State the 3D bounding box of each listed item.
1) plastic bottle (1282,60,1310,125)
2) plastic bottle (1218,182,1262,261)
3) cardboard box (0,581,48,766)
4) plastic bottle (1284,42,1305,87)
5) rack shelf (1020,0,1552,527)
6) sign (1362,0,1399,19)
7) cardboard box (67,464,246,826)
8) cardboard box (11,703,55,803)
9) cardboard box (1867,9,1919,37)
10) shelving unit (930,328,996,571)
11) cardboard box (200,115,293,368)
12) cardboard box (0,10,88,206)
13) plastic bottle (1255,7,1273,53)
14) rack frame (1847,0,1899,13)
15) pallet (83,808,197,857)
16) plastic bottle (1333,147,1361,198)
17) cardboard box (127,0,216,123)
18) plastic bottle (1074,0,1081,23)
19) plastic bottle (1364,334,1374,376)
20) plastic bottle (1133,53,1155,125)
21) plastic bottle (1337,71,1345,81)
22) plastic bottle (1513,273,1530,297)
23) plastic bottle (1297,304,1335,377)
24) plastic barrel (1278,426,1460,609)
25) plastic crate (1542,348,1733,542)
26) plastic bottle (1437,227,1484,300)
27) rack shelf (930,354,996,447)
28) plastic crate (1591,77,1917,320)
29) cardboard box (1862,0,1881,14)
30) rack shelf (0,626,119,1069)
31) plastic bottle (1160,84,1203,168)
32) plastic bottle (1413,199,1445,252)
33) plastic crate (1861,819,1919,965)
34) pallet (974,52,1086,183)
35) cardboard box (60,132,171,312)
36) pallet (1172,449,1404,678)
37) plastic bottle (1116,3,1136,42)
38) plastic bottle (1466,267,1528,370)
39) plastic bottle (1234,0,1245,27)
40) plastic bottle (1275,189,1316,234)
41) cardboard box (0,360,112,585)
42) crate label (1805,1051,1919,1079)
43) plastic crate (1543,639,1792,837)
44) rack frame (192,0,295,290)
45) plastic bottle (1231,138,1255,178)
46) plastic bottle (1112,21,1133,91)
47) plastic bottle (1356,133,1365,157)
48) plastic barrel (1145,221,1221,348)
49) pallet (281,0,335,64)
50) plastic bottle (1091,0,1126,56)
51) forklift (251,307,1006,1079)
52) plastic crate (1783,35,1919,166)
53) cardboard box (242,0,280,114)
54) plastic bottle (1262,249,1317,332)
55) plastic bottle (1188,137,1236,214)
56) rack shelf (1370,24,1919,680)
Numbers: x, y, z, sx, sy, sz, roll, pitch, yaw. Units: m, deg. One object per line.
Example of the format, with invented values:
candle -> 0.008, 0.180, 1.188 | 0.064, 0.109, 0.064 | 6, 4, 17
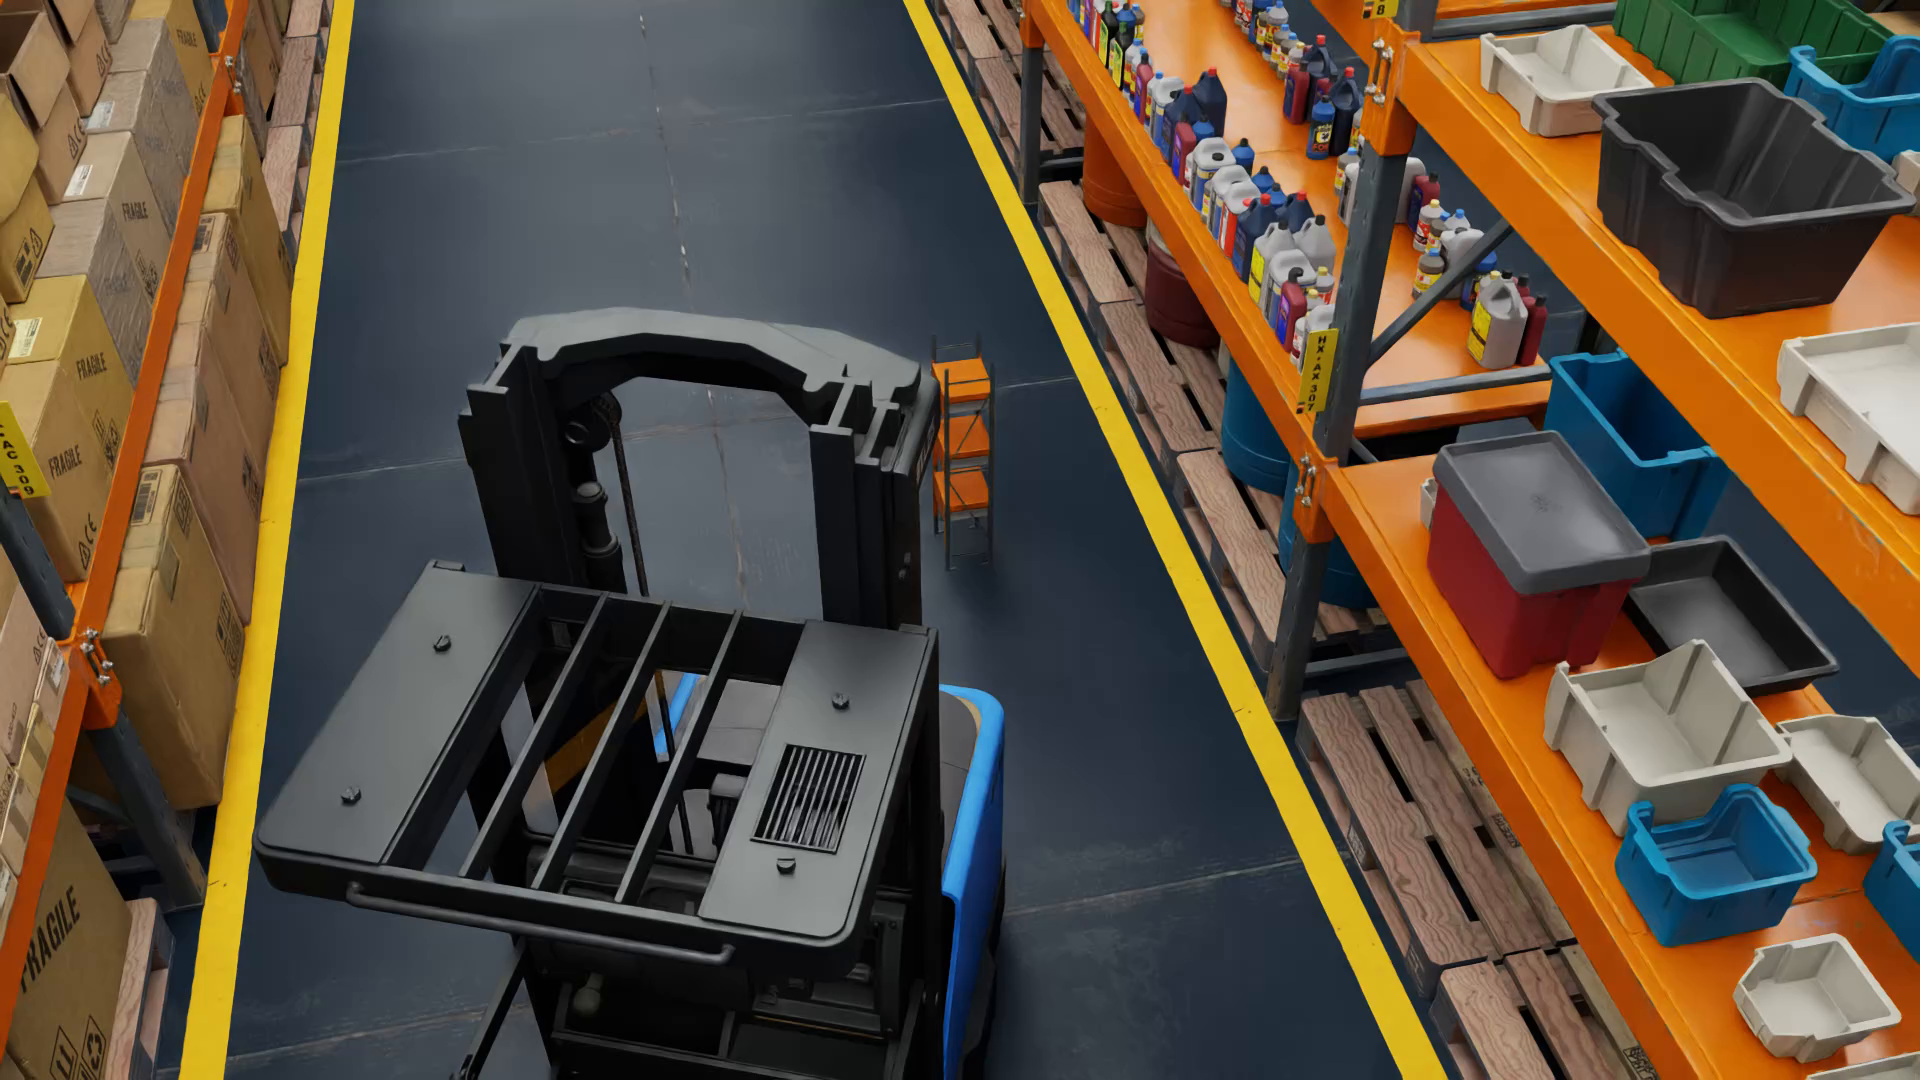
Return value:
plastic bottle -> 1.482, -1.986, 7.315 | 0.061, 0.283, 0.133 | -8, 42, -9
plastic bottle -> 1.107, -1.245, 6.487 | 0.152, 0.276, 0.135 | -8, 42, -9
cardboard box -> -2.789, 0.384, 4.447 | 0.500, 0.250, 0.500 | -9, 42, -10
plastic bottle -> 1.540, -2.168, 7.582 | 0.097, 0.201, 0.097 | 0, 42, 0
rack shelf -> 1.264, -1.546, 7.274 | 1.077, 0.370, 4.000 | -8, 42, -9
sign -> 1.158, -1.566, 4.489 | 0.100, 0.325, 0.005 | -8, 42, -9
cardboard box -> -3.298, 0.416, 5.806 | 1.225, 0.875, 0.875 | -8, 42, -9
cardboard box -> -2.699, 0.603, 4.501 | 0.380, 0.149, 0.250 | -8, 42, -8
cardboard box -> 5.489, -2.713, 9.598 | 0.500, 0.500, 0.500 | -7, 42, -7
shelving unit -> 0.012, -0.358, 6.862 | 0.215, 1.050, 0.252 | -8, 42, -9
cardboard box -> -3.875, -1.314, 7.755 | 1.225, 0.875, 0.875 | -10, 43, -11
cardboard box -> -3.573, -1.482, 5.829 | 0.797, 0.503, 0.637 | -7, 42, -8
plastic bottle -> 1.456, -2.420, 7.866 | 0.097, 0.201, 0.097 | 0, 42, 0
rack frame -> 5.670, -3.819, 9.293 | 1.000, 3.000, 0.127 | -8, 42, -9
pallet -> -3.381, 0.744, 6.253 | 1.003, 0.211, 1.213 | -8, 42, -9
plastic bottle -> 1.600, -1.520, 6.852 | 0.097, 0.201, 0.097 | 0, 42, 0
cardboard box -> -3.655, -2.155, 7.343 | 0.500, 0.500, 0.500 | -7, 42, -8
plastic bottle -> 0.608, -2.658, 8.081 | 0.097, 0.271, 0.097 | 0, 42, 0
plastic bottle -> 1.413, -0.684, 5.910 | 0.097, 0.201, 0.097 | 0, 42, 0
plastic bottle -> 0.815, -1.986, 7.315 | 0.061, 0.283, 0.133 | -8, 42, -9
plastic bottle -> 1.652, -1.920, 7.241 | 0.061, 0.283, 0.133 | -8, 42, -9
plastic bottle -> 2.004, -0.861, 6.048 | 0.061, 0.283, 0.133 | -8, 42, -9
plastic bottle -> 1.295, -0.682, 5.852 | 0.152, 0.276, 0.135 | -8, 42, -9
plastic barrel -> 1.595, -0.246, 6.532 | 0.600, 0.901, 0.708 | -8, 42, -9
plastic crate -> 2.130, -0.282, 5.275 | 0.392, 0.384, 0.575 | -8, 42, -9
plastic bottle -> 1.889, -1.064, 6.283 | 0.152, 0.276, 0.135 | -8, 42, -9
rack shelf -> 0.012, -0.562, 6.681 | 0.215, 0.259, 0.240 | -8, 42, -9
plastic crate -> 1.696, -0.747, 3.671 | 0.497, 0.269, 0.590 | -8, 42, -9
cardboard box -> 5.316, -3.462, 10.223 | 0.500, 0.311, 0.500 | -7, 42, -8
rack shelf -> -2.709, 1.756, 3.554 | 1.077, 0.370, 4.000 | -8, 42, -9
plastic bottle -> 0.940, -1.763, 7.014 | 0.144, 0.351, 0.185 | -8, 42, -9
plastic bottle -> 1.848, -1.242, 6.539 | 0.097, 0.201, 0.097 | 0, 42, 0
plastic crate -> 2.478, 0.859, 4.104 | 0.416, 0.233, 0.300 | -8, 42, -9
pallet -> 0.703, -2.577, 9.994 | 1.003, 0.211, 1.213 | -8, 42, -9
cardboard box -> -3.329, -1.165, 6.228 | 0.500, 0.500, 0.500 | -8, 42, -8
pallet -> 1.570, 0.018, 7.071 | 1.003, 0.211, 1.213 | -8, 42, -9
plastic bottle -> 0.768, -2.367, 7.753 | 0.097, 0.271, 0.097 | 0, 42, 0
plastic bottle -> 1.927, -0.801, 5.930 | 0.144, 0.351, 0.185 | -8, 42, -9
plastic bottle -> 1.393, -2.609, 8.080 | 0.097, 0.201, 0.097 | 0, 42, 0
plastic bottle -> 1.279, -1.190, 6.368 | 0.144, 0.351, 0.185 | -8, 42, -9
cardboard box -> -2.996, -0.181, 5.119 | 0.500, 0.500, 0.500 | -8, 42, -9
crate label -> 2.074, 1.280, 3.701 | 0.396, 0.136, 0.243 | -8, 42, -9
plastic crate -> 1.845, 0.519, 4.450 | 0.437, 0.282, 0.530 | -8, 42, -9
rack frame -> -4.004, -2.402, 7.696 | 1.000, 3.000, 0.127 | -8, 42, -9
plastic bottle -> 1.146, -1.511, 6.790 | 0.097, 0.271, 0.097 | 0, 42, 0
plastic bottle -> 0.744, -2.198, 7.555 | 0.061, 0.283, 0.133 | -8, 42, -9
plastic bottle -> 1.718, -1.578, 6.861 | 0.152, 0.276, 0.135 | -8, 42, -9
plastic barrel -> 1.198, -1.320, 7.978 | 0.600, 0.588, 0.708 | -8, 42, -9
pallet -> -4.698, -3.448, 10.975 | 1.003, 0.211, 1.213 | -8, 42, -9
plastic bottle -> 0.710, -2.439, 7.831 | 0.152, 0.276, 0.135 | -8, 42, -9
forklift -> -0.632, 1.074, 3.832 | 1.130, 2.935, 3.031 | 7, 42, 8
plastic crate -> 2.204, -1.034, 4.022 | 0.416, 0.233, 0.300 | -8, 42, -9
cardboard box -> -4.429, -2.787, 9.682 | 0.700, 0.500, 0.500 | -5, 42, -6
plastic bottle -> 1.216, -0.918, 6.119 | 0.152, 0.276, 0.135 | -8, 42, -9
plastic bottle -> 1.028, -1.483, 6.755 | 0.152, 0.276, 0.135 | -8, 42, -9
rack shelf -> 2.127, -0.075, 3.358 | 1.077, 0.370, 4.000 | -8, 42, -9
